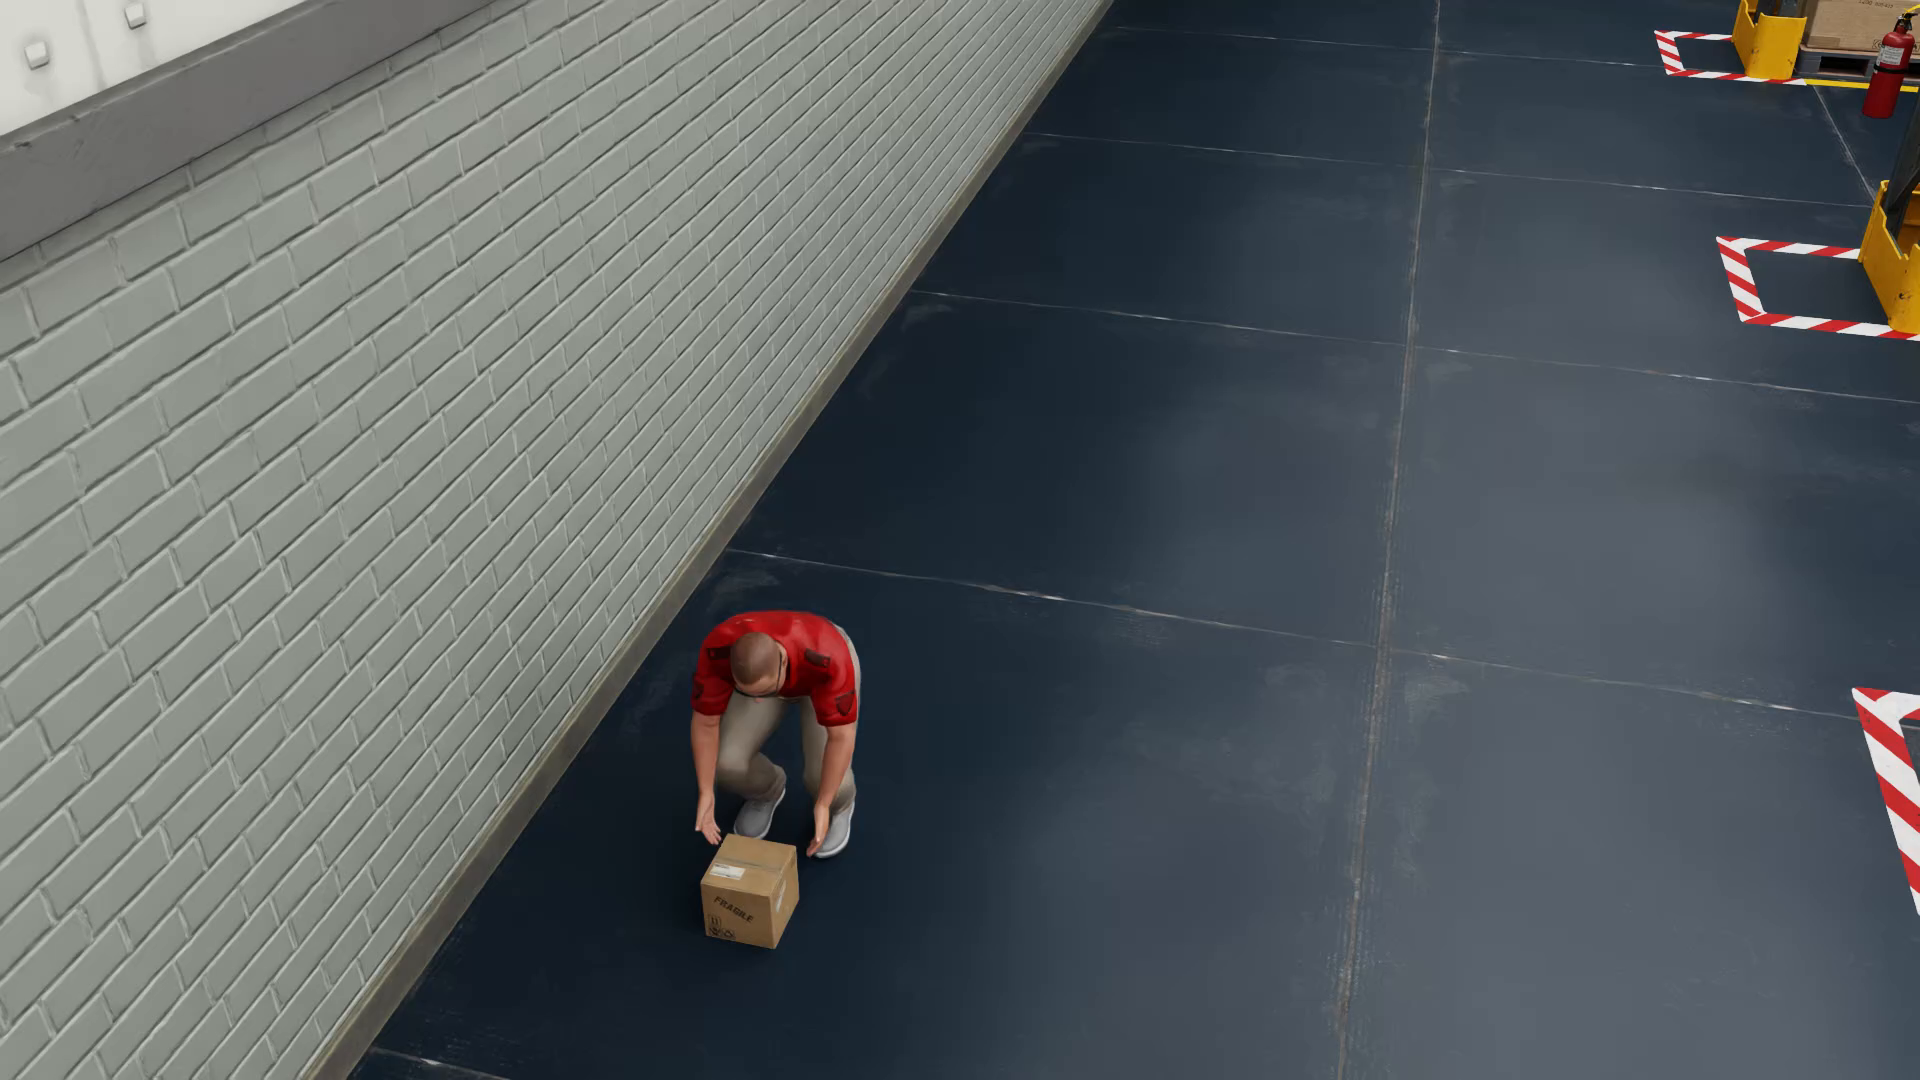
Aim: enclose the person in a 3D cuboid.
[{"bbox_3d":[-0.585,0.615,5.742,0.577,1.142,0.823,8,33,12],"label":"person"}]
